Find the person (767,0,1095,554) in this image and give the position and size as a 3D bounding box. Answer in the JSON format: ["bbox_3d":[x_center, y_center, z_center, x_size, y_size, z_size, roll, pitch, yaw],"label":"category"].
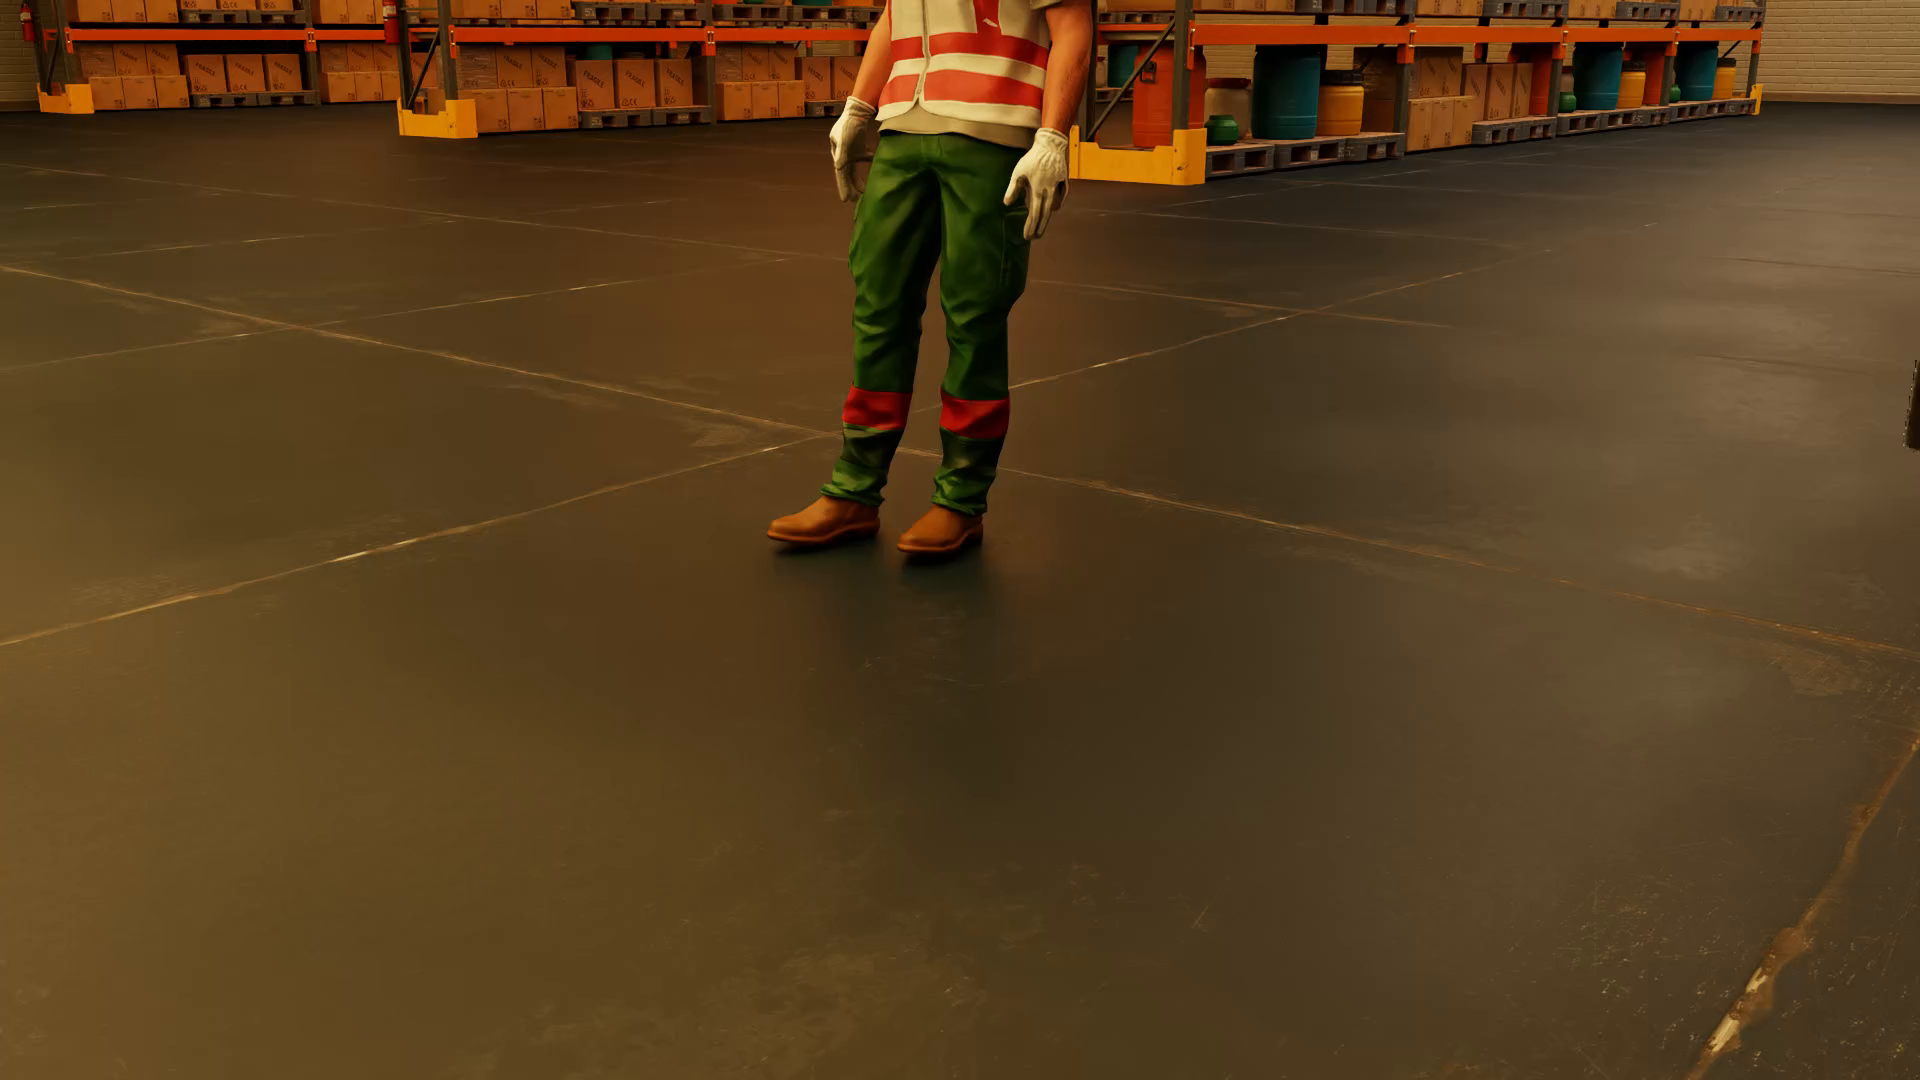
[{"bbox_3d":[-0.060,-0.847,3.628,0.638,1.787,0.564,13,21,37],"label":"person"}]

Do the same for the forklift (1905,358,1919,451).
[{"bbox_3d":[4.120,-1.487,3.795,3.031,2.935,1.130,-1,17,-3],"label":"forklift"}]
